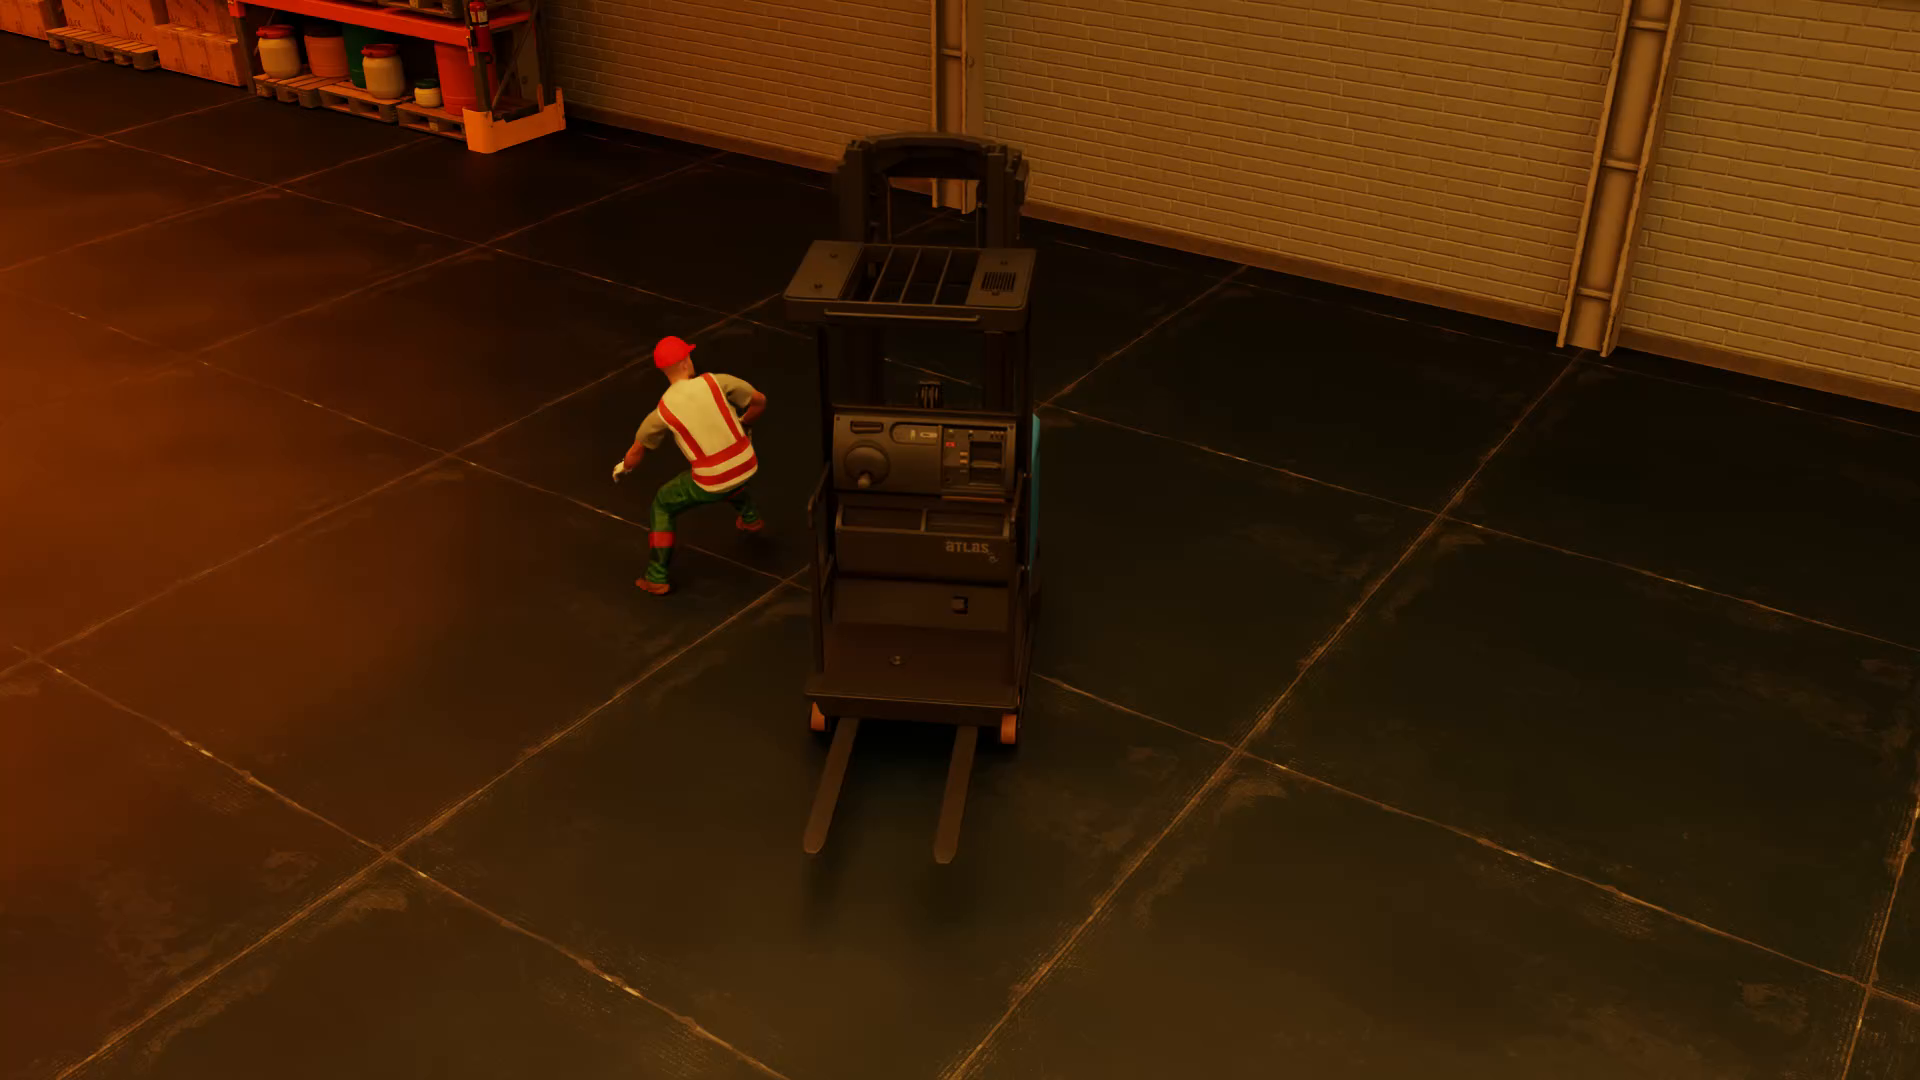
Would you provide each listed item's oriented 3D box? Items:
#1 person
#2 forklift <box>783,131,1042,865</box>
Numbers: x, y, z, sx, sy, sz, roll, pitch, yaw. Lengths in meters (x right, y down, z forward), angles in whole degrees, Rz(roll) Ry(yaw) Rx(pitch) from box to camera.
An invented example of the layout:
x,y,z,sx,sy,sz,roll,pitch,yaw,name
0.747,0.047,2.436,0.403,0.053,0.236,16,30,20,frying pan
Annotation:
x,y,z,sx,sy,sz,roll,pitch,yaw,name
-1.588,-0.475,9.868,0.887,1.545,0.709,-19,35,-29,person
-0.205,-0.383,8.240,1.130,2.935,3.031,3,30,6,forklift
